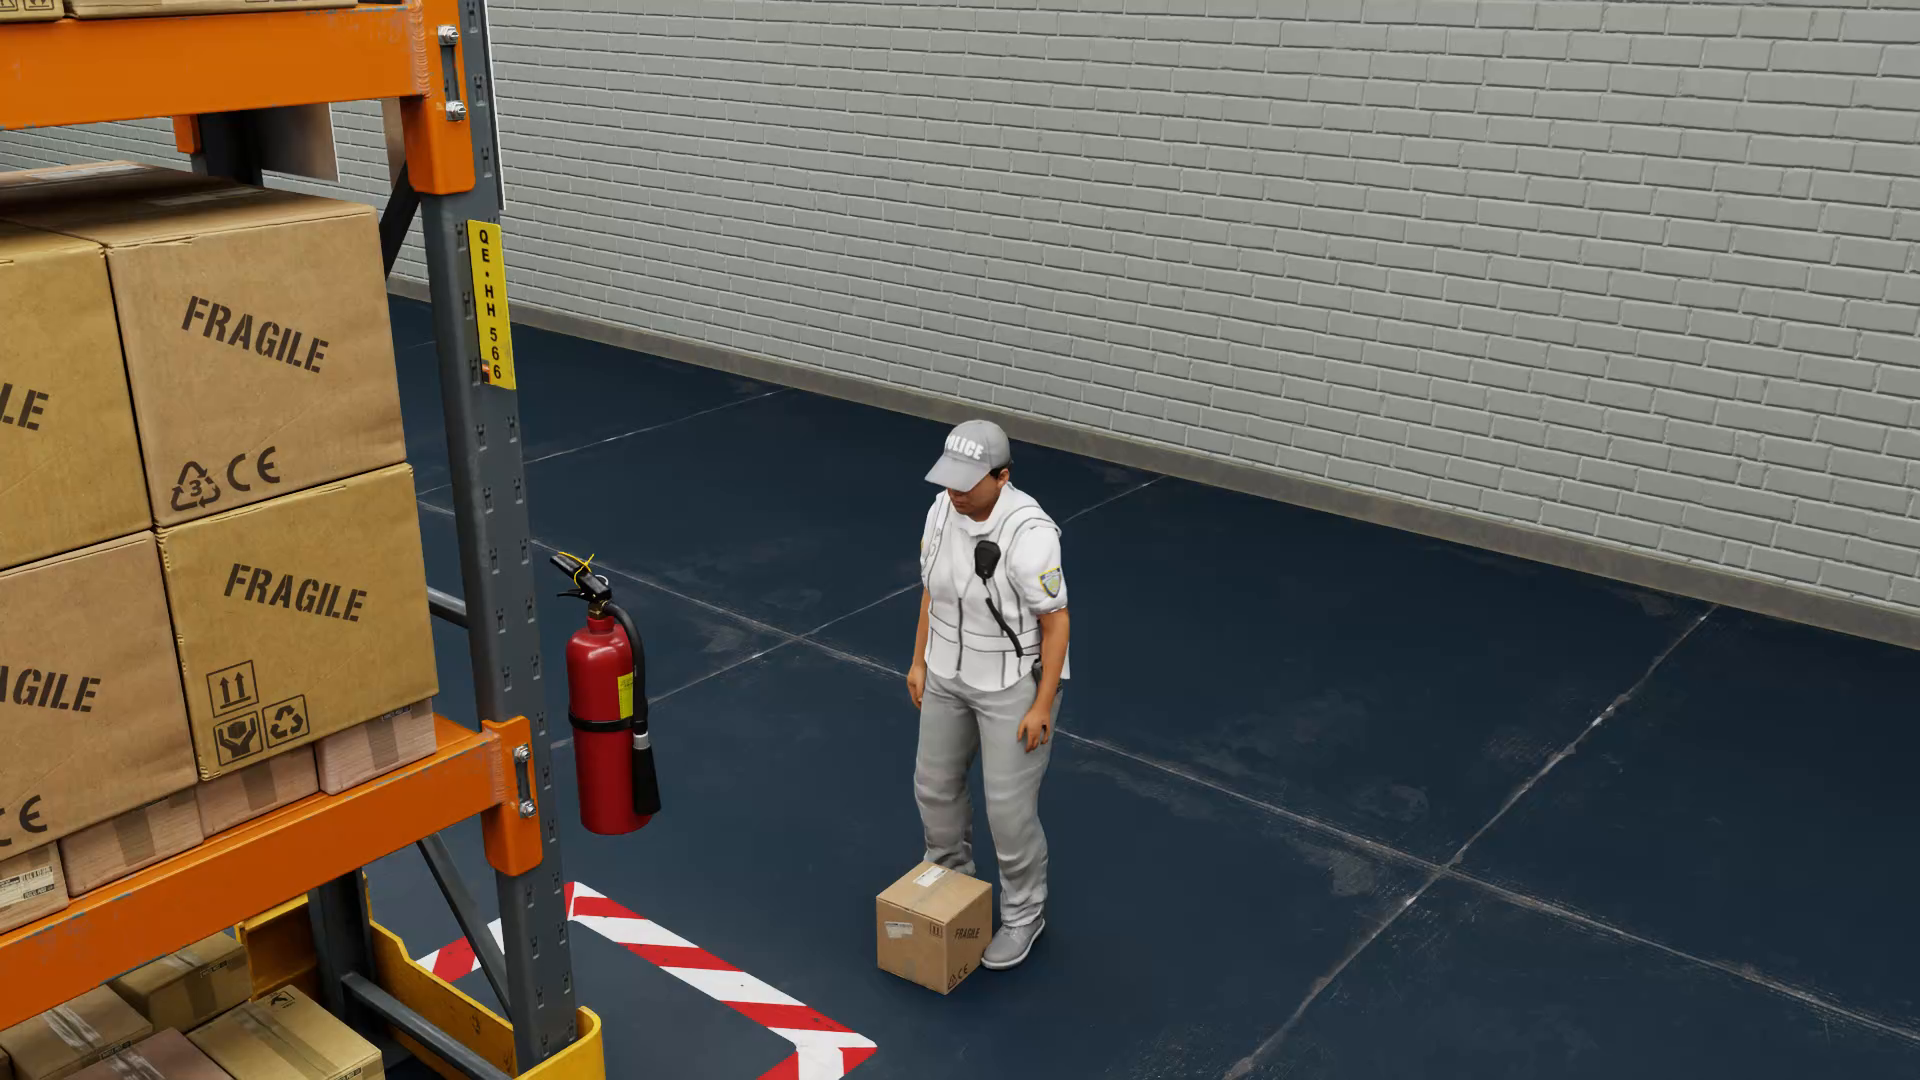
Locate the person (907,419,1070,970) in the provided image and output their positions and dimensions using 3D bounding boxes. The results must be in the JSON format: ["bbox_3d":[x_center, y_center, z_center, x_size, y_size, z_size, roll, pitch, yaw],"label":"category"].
[{"bbox_3d":[0.063,0.433,4.896,0.539,1.667,0.465,16,26,37],"label":"person"}]
